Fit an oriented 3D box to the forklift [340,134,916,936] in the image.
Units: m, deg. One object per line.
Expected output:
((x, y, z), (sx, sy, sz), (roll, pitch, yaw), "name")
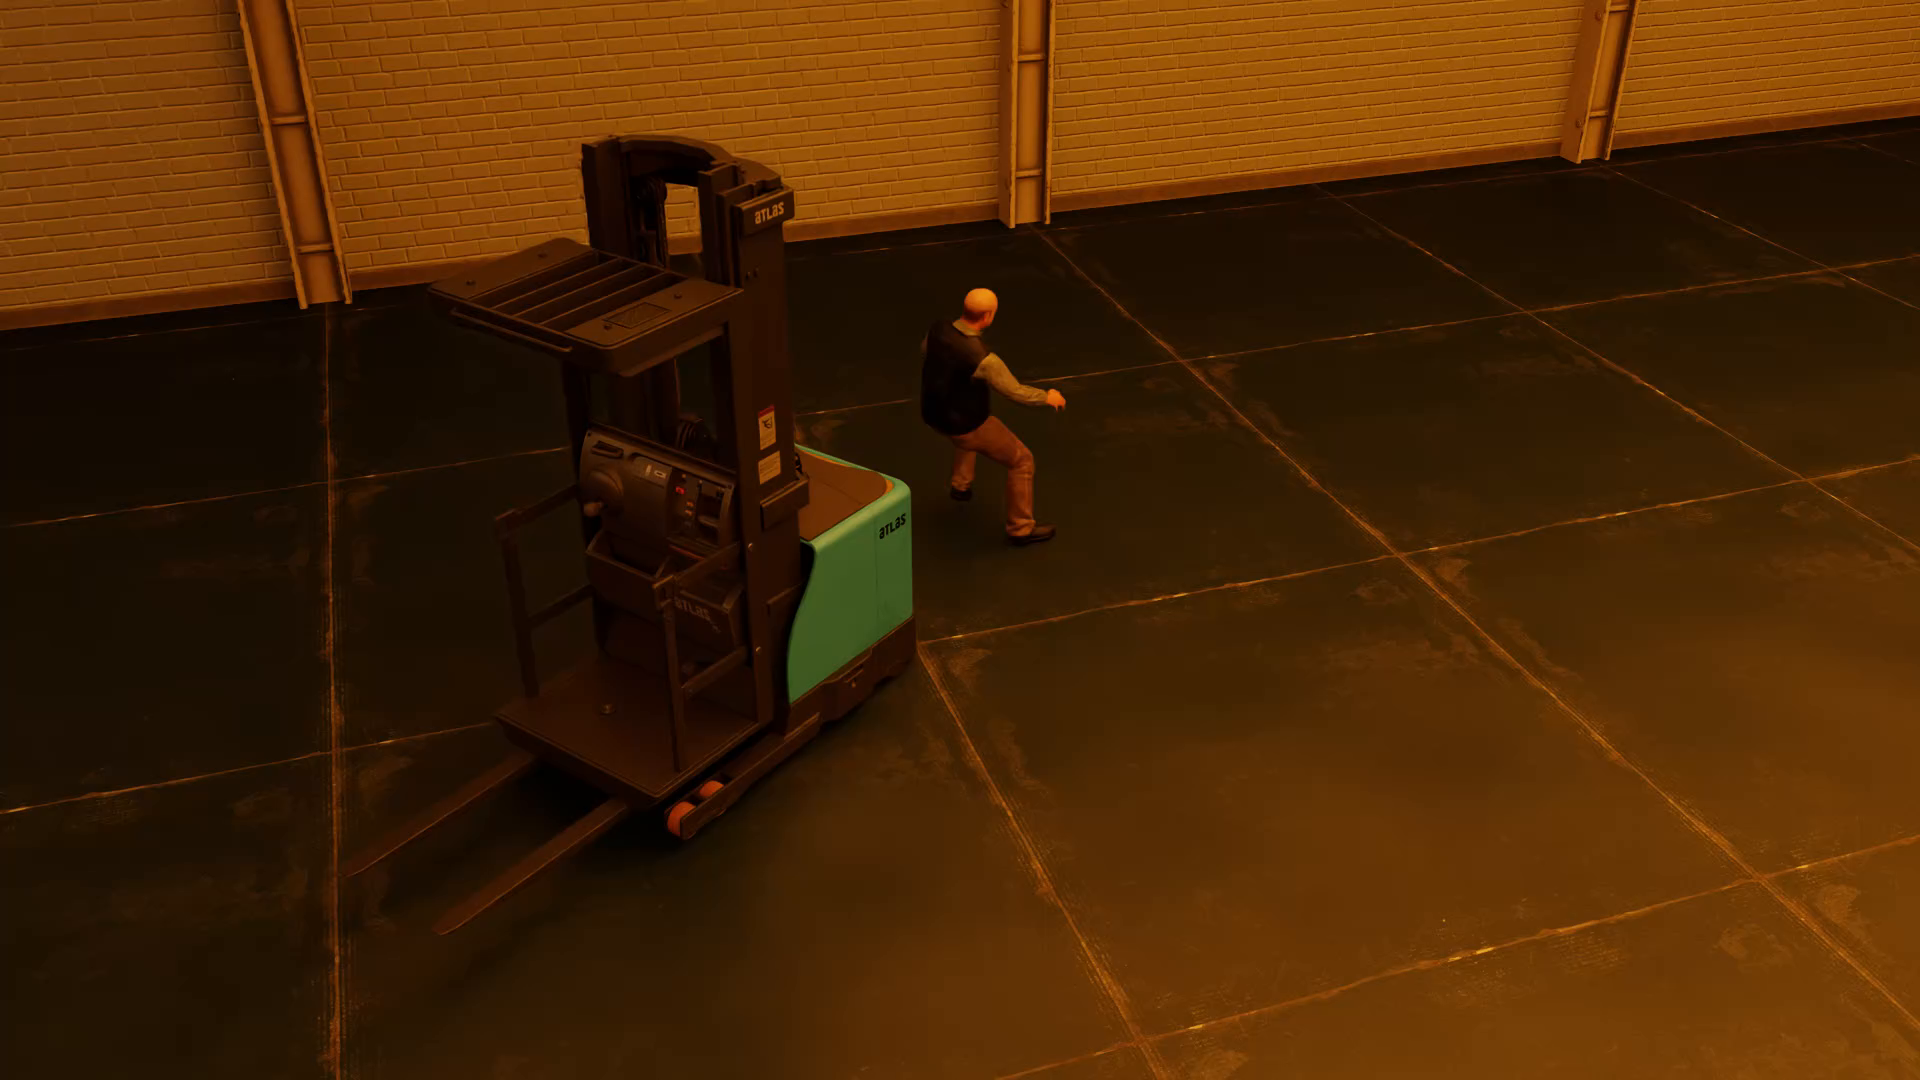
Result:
((-1.502, -0.173, 7.388), (1.130, 2.935, 3.031), (20, 35, 30), "forklift")

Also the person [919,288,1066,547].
((0.154, -0.787, 9.829), (0.714, 1.564, 0.847), (-25, 38, -36), "person")
